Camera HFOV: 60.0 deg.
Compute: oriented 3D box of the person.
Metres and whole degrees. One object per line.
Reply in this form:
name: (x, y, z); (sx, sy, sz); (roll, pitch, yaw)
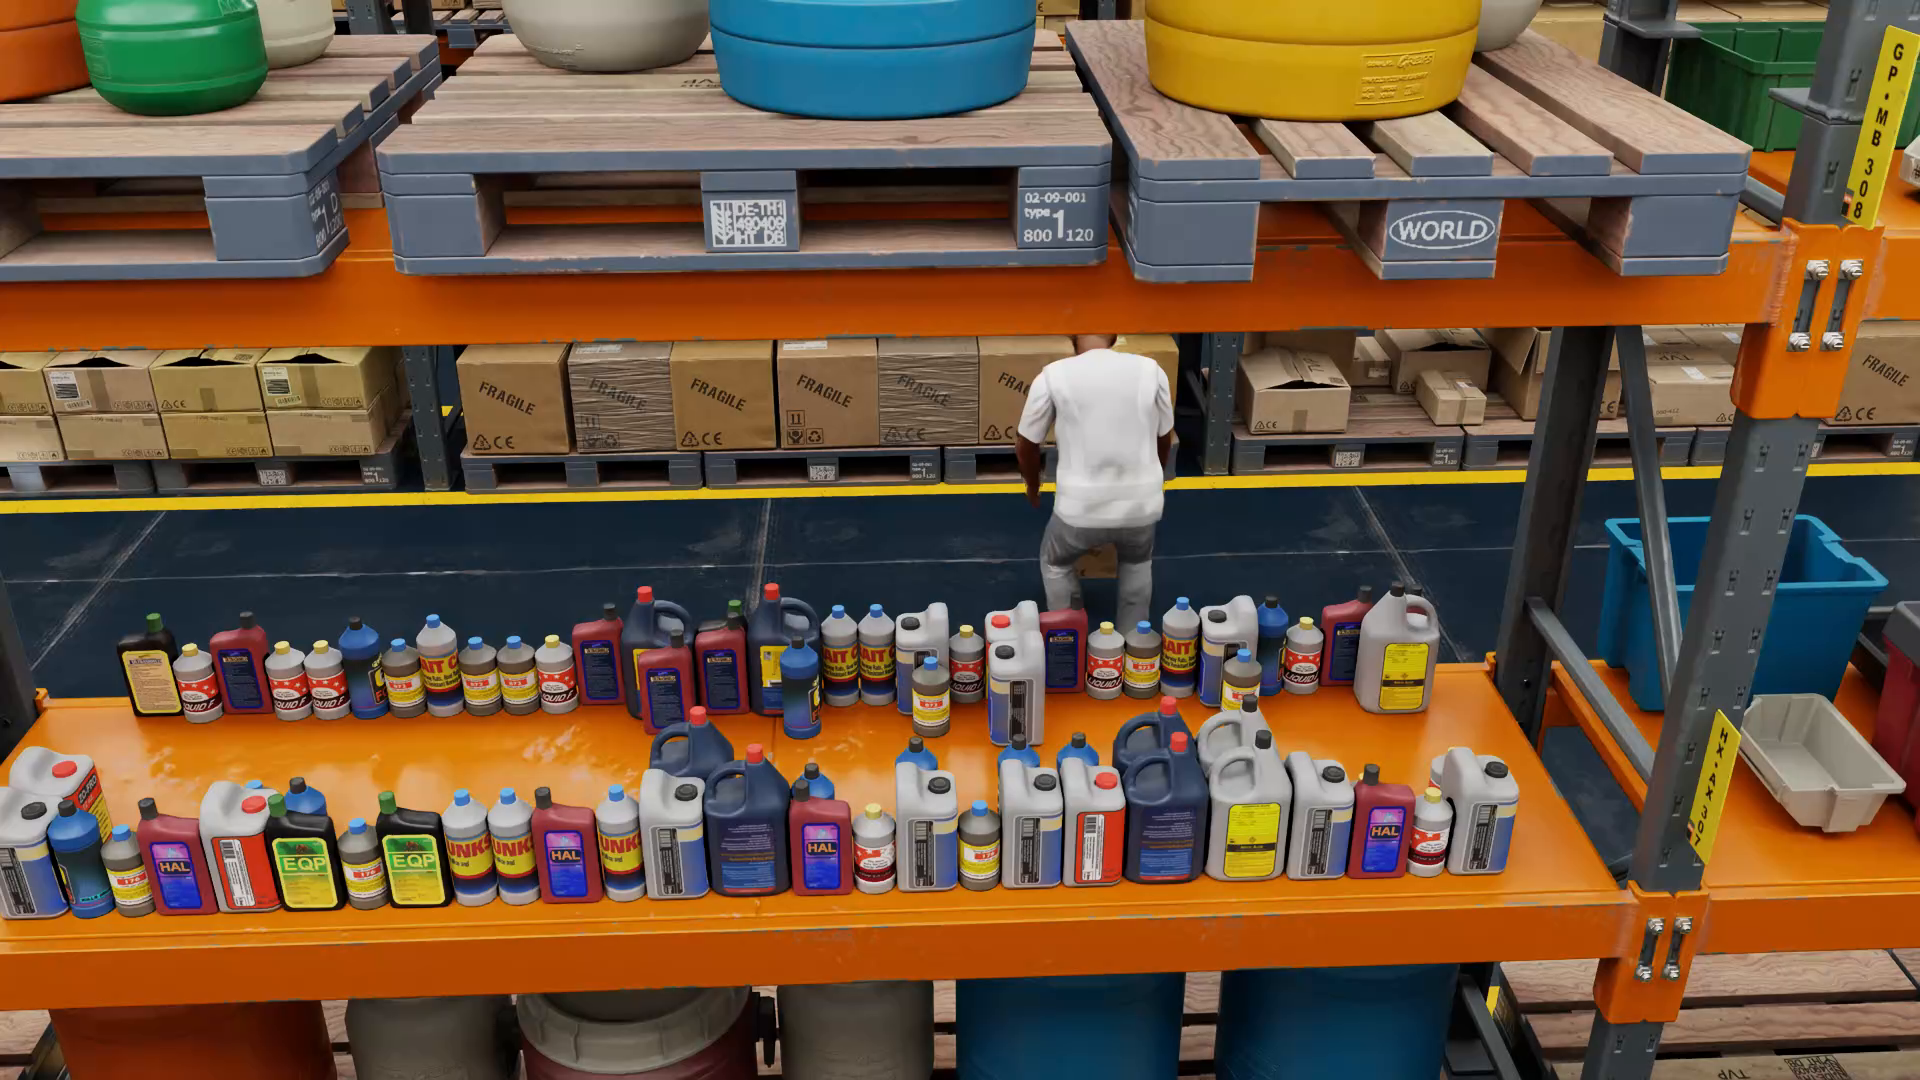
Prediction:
person: (0.540, -0.188, 6.699); (0.625, 1.543, 0.666); (-1, 27, -2)
